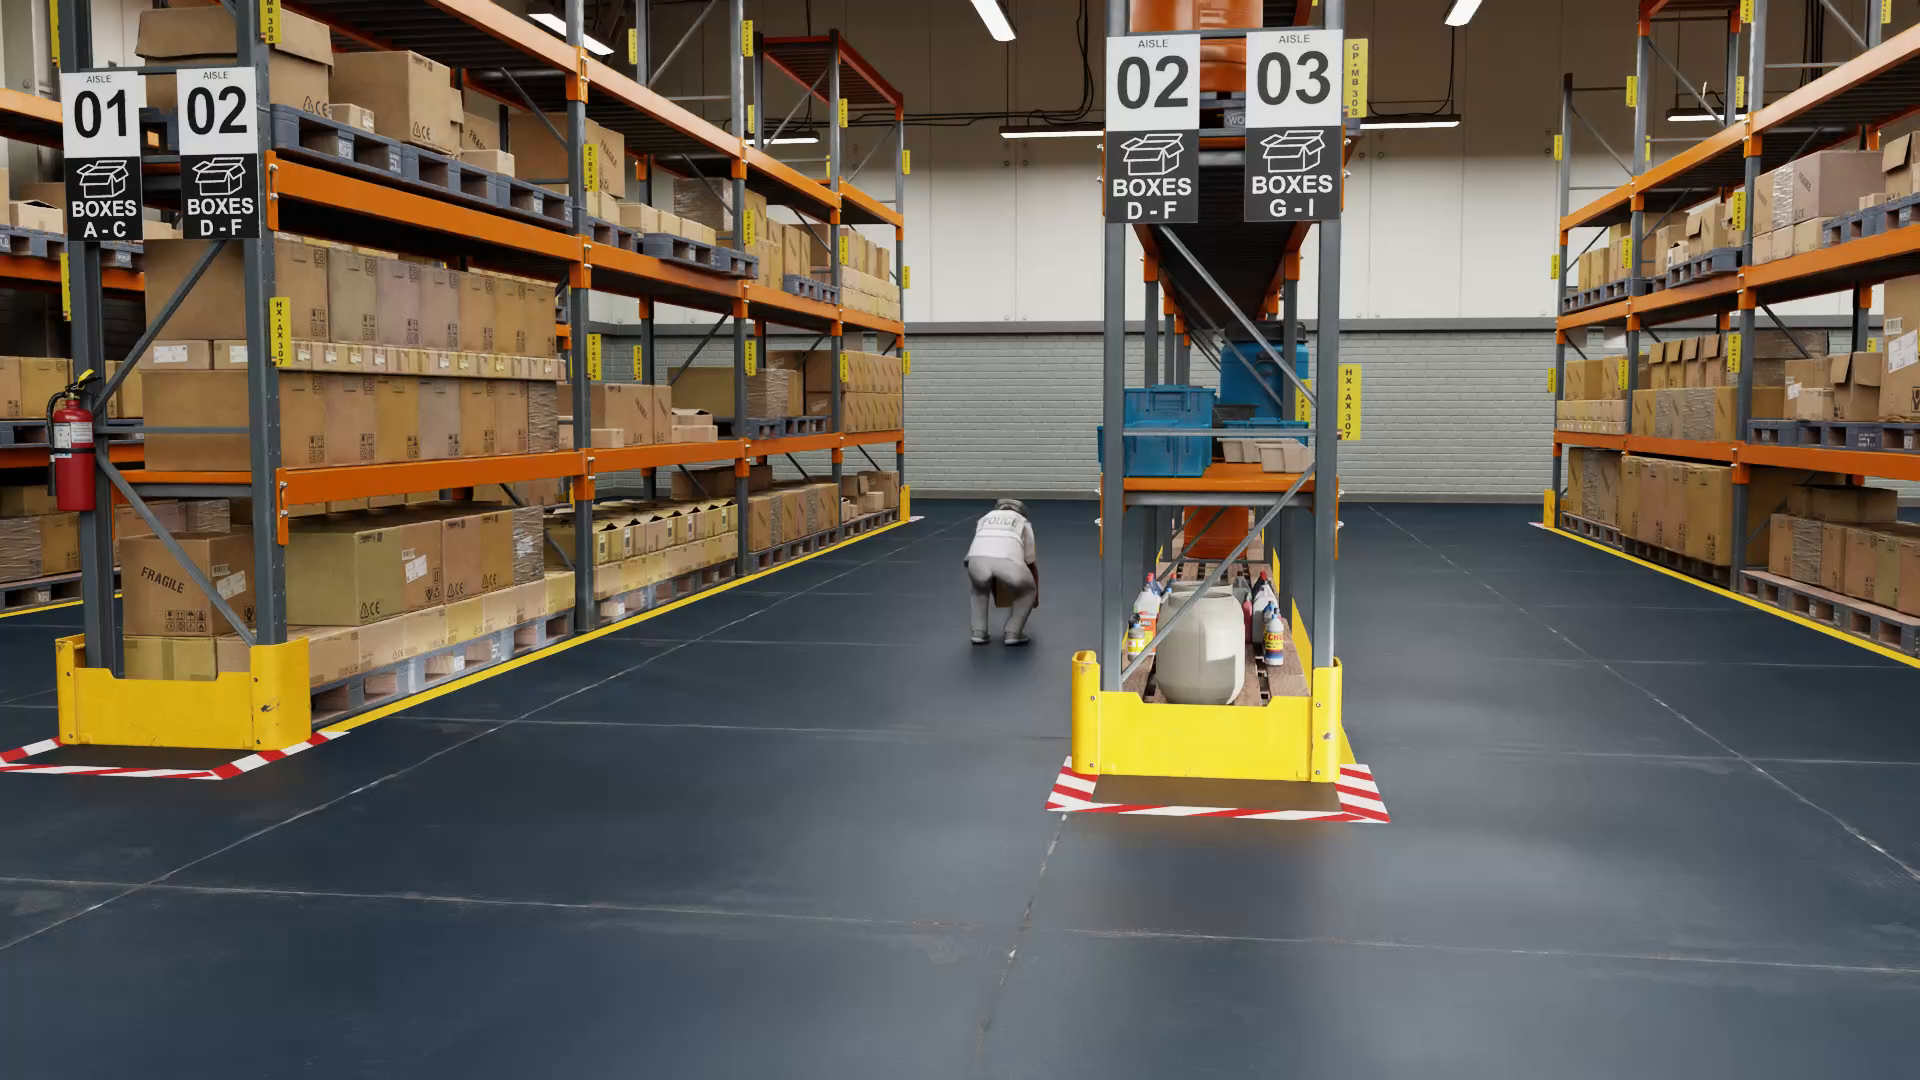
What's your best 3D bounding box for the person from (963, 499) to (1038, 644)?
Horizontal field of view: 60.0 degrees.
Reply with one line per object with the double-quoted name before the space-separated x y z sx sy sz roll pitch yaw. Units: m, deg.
"person" 0.302 0.216 11.580 0.465 0.974 0.900 1 5 15
